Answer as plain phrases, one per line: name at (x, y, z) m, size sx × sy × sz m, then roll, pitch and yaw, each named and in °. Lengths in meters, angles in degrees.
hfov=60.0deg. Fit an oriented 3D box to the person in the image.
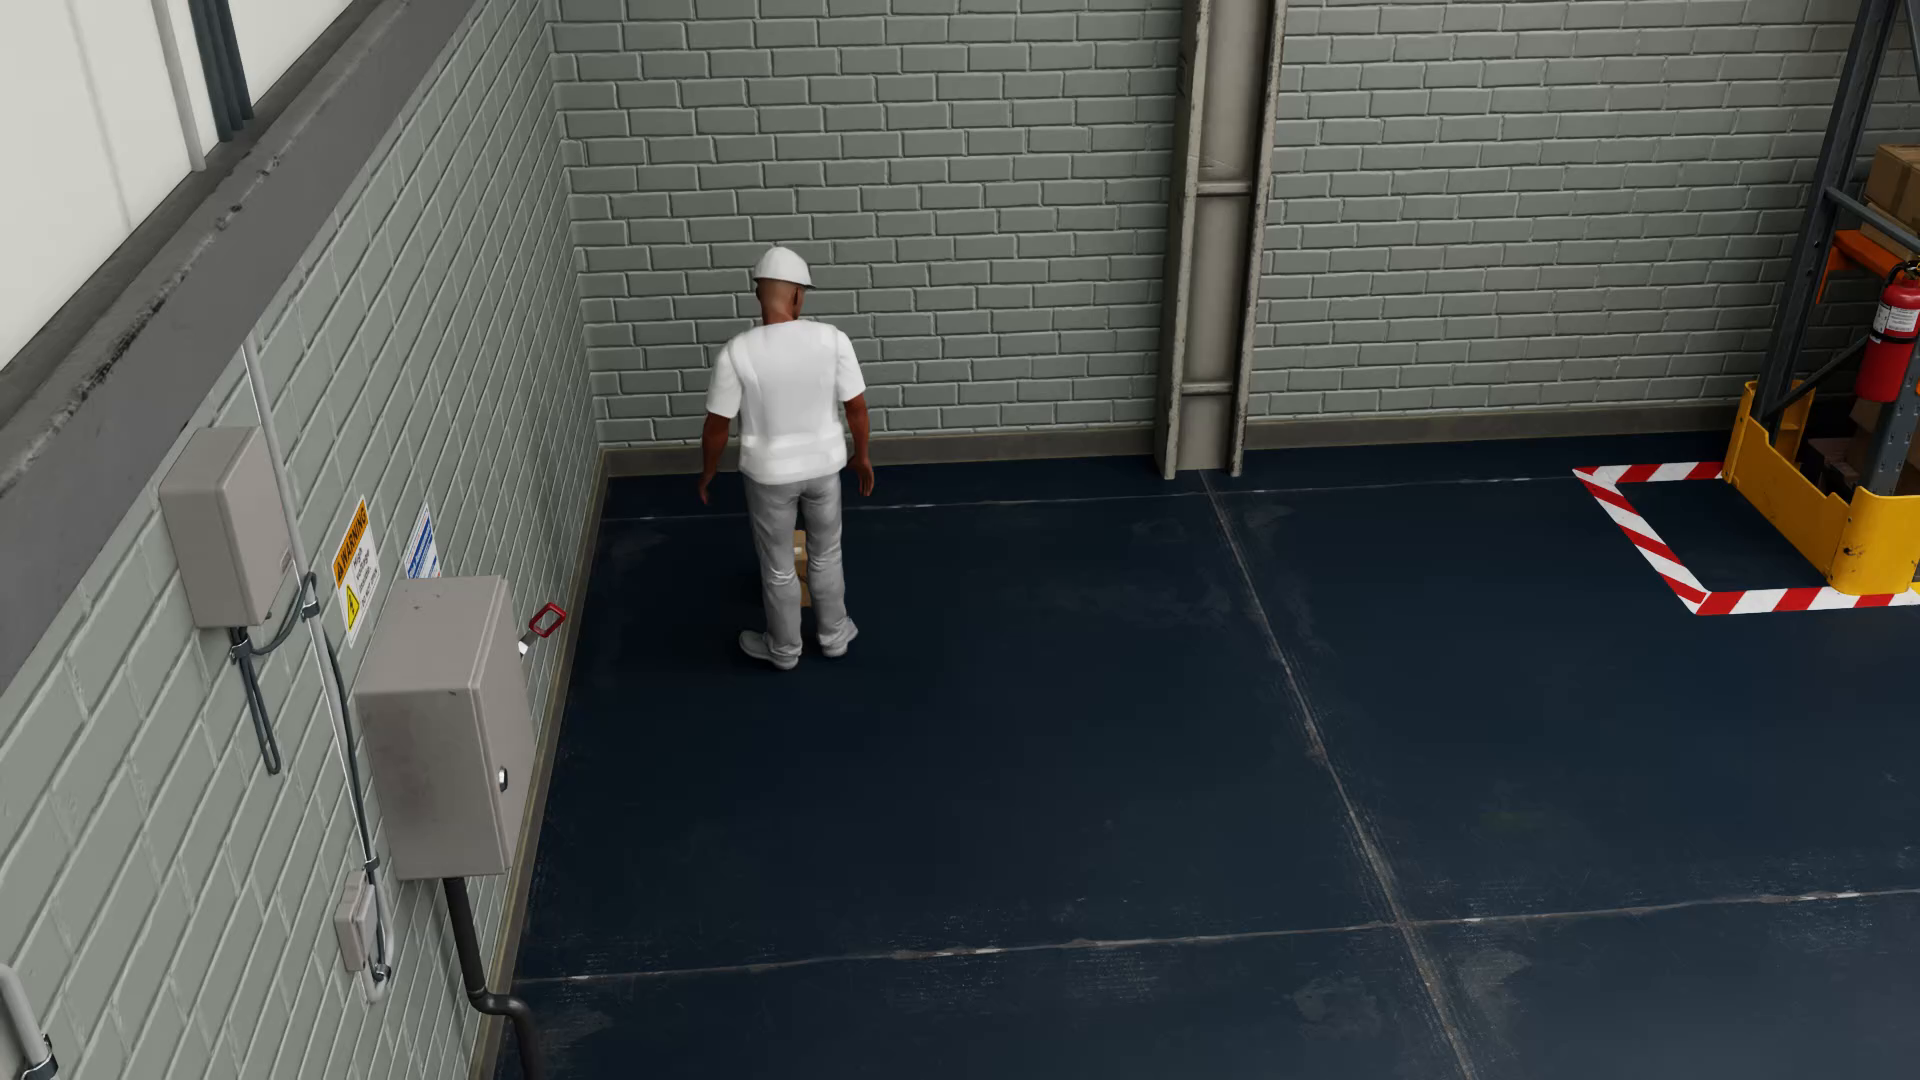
person at (-0.689, -0.280, 6.566) m, size 0.675 × 1.778 × 0.377 m, roll -11°, pitch 33°, yaw -17°
